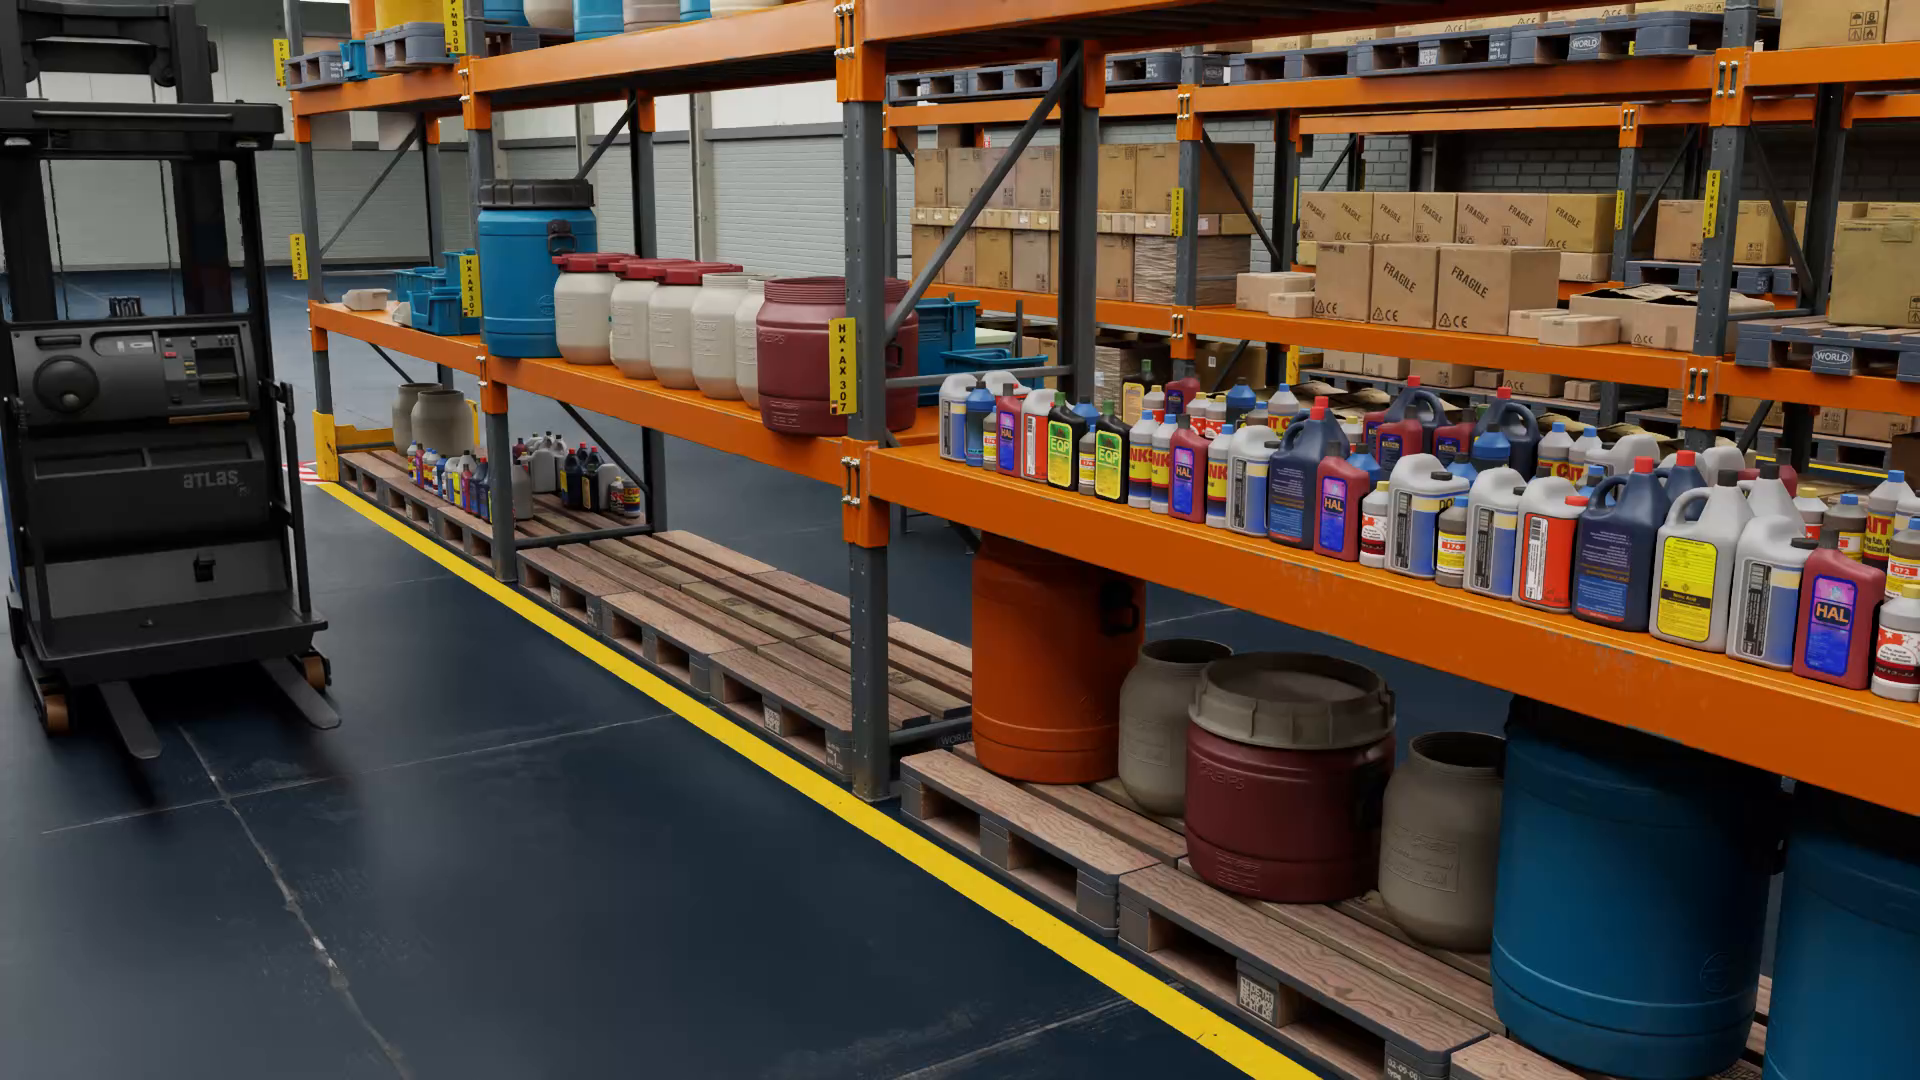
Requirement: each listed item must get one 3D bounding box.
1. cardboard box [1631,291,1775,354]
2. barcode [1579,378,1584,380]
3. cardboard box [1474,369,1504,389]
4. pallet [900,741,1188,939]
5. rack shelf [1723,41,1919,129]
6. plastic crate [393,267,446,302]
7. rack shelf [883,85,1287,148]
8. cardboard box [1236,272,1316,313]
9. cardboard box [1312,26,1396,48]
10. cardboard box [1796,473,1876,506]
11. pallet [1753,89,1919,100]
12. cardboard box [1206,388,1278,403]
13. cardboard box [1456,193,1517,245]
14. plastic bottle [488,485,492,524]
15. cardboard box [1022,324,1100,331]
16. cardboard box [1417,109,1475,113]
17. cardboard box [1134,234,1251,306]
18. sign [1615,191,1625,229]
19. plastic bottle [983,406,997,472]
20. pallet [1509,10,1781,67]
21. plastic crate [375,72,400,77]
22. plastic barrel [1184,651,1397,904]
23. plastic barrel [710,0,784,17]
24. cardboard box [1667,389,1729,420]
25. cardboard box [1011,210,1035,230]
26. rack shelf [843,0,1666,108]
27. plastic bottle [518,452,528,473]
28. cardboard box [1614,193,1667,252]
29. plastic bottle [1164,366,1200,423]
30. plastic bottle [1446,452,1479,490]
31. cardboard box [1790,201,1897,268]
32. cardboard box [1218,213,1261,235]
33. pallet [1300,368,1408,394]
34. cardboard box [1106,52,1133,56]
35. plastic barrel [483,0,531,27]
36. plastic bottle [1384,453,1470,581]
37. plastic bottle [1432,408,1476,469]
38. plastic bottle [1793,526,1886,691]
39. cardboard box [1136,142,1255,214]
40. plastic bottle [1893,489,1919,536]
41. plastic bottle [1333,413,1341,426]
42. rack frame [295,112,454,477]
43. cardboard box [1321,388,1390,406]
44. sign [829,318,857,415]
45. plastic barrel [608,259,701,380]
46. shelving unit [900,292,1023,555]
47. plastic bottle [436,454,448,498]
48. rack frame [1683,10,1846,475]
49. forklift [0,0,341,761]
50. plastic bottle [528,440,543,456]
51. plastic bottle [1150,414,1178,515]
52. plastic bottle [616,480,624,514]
[{"bbox_3d":[4.016,-1.190,8.992,0.500,0.311,0.500,-7,14,-29],"label":"cardboard box"},{"bbox_3d":[5.865,-1.506,15.704,0.001,0.075,0.075,-8,15,-33],"label":"barcode"},{"bbox_3d":[5.217,-1.571,16.170,0.380,0.149,0.250,-10,16,-37],"label":"cardboard box"},{"bbox_3d":[0.527,0.919,5.665,1.003,0.211,1.213,-8,15,-33],"label":"pallet"},{"bbox_3d":[5.289,-1.922,6.793,1.077,0.370,4.000,-8,15,-33],"label":"rack shelf"},{"bbox_3d":[-3.851,-1.875,12.262,0.499,0.251,0.616,-8,15,-33],"label":"plastic crate"},{"bbox_3d":[0.857,-3.345,13.299,1.077,0.370,4.000,-8,15,-33],"label":"rack shelf"},{"bbox_3d":[2.274,-1.720,11.556,0.500,0.250,0.500,-7,14,-29],"label":"cardboard box"},{"bbox_3d":[2.605,-3.265,10.616,0.500,0.250,0.500,-10,16,-38],"label":"cardboard box"},{"bbox_3d":[4.195,-0.043,8.359,0.500,0.500,0.500,-7,14,-30],"label":"cardboard box"},{"bbox_3d":[6.917,-3.530,12.899,1.213,0.211,1.003,-8,15,-33],"label":"pallet"},{"bbox_3d":[1.986,-0.908,11.635,0.500,0.311,0.500,-8,15,-33],"label":"cardboard box"},{"bbox_3d":[5.016,-2.992,15.570,0.500,0.500,0.500,-9,15,-34],"label":"cardboard box"},{"bbox_3d":[-2.702,-0.224,9.694,0.061,0.283,0.133,-7,14,-30],"label":"plastic bottle"},{"bbox_3d":[0.860,-1.579,14.258,0.500,0.500,0.500,-8,15,-33],"label":"cardboard box"},{"bbox_3d":[4.721,-4.324,15.813,0.500,0.500,0.500,-7,14,-29],"label":"cardboard box"},{"bbox_3d":[1.714,-2.002,12.263,0.700,0.500,0.500,-9,15,-34],"label":"cardboard box"},{"bbox_3d":[5.639,-2.820,14.208,0.100,0.325,0.005,-8,15,-33],"label":"sign"},{"bbox_3d":[0.121,-0.325,5.291,0.097,0.201,0.097,0,12,0],"label":"plastic bottle"},{"bbox_3d":[3.730,-2.647,8.867,1.213,0.211,1.003,-7,14,-30],"label":"pallet"},{"bbox_3d":[-3.387,-2.864,10.033,0.243,0.136,0.396,-8,15,-33],"label":"plastic crate"},{"bbox_3d":[0.966,0.680,4.891,0.600,0.588,0.708,-8,15,-33],"label":"plastic barrel"},{"bbox_3d":[-0.844,-2.175,6.588,0.301,0.262,0.301,0,12,0],"label":"plastic barrel"},{"bbox_3d":[6.508,-1.327,14.231,0.700,0.500,0.500,-8,14,-31],"label":"cardboard box"},{"bbox_3d":[0.638,-2.584,13.403,0.380,0.149,0.250,-8,15,-32],"label":"cardboard box"},{"bbox_3d":[1.163,-1.337,4.115,1.077,0.370,4.000,-8,15,-33],"label":"rack shelf"},{"bbox_3d":[-2.894,-0.484,11.072,0.097,0.201,0.097,0,12,0],"label":"plastic bottle"},{"bbox_3d":[6.000,-2.874,15.030,0.500,0.500,0.500,-9,15,-34],"label":"cardboard box"},{"bbox_3d":[0.762,-0.459,5.712,0.061,0.283,0.133,-8,15,-33],"label":"plastic bottle"},{"bbox_3d":[1.193,-0.074,3.980,0.097,0.271,0.097,0,12,0],"label":"plastic bottle"},{"bbox_3d":[7.035,-2.418,13.134,0.700,0.500,0.500,-6,14,-25],"label":"cardboard box"},{"bbox_3d":[1.977,-2.312,12.160,0.380,0.149,0.250,-8,15,-33],"label":"cardboard box"},{"bbox_3d":[4.333,-1.649,17.410,1.003,0.211,1.213,-8,15,-33],"label":"pallet"},{"bbox_3d":[1.069,-3.674,12.396,0.380,0.149,0.250,-8,15,-33],"label":"cardboard box"},{"bbox_3d":[-2.623,-3.395,9.687,0.600,0.901,0.708,-8,15,-33],"label":"plastic barrel"},{"bbox_3d":[1.099,-0.058,3.897,0.152,0.276,0.135,-8,15,-33],"label":"plastic bottle"},{"bbox_3d":[1.393,-0.233,4.679,0.061,0.283,0.133,-8,15,-33],"label":"plastic bottle"},{"bbox_3d":[1.618,0.122,3.054,0.061,0.283,0.133,-8,15,-33],"label":"plastic bottle"},{"bbox_3d":[1.714,-2.636,12.125,0.700,0.500,0.500,-8,15,-32],"label":"cardboard box"},{"bbox_3d":[2.129,0.001,3.626,0.152,0.276,0.135,-8,15,-33],"label":"plastic bottle"},{"bbox_3d":[1.135,-0.292,5.142,0.097,0.201,0.097,0,12,0],"label":"plastic bottle"},{"bbox_3d":[-4.377,-2.001,12.492,1.000,3.000,0.127,-8,15,-33],"label":"rack frame"},{"bbox_3d":[2.721,-0.881,11.512,0.500,0.311,0.500,-8,14,-31],"label":"cardboard box"},{"bbox_3d":[-0.399,-0.592,5.665,0.100,0.325,0.005,-8,15,-33],"label":"sign"},{"bbox_3d":[-1.407,-1.030,7.731,0.433,0.535,0.433,0,12,0],"label":"plastic barrel"},{"bbox_3d":[-0.004,-0.734,10.207,0.431,1.500,0.755,-8,15,-33],"label":"shelving unit"},{"bbox_3d":[-3.274,-0.409,10.568,0.097,0.271,0.097,0,12,0],"label":"plastic bottle"},{"bbox_3d":[4.181,-1.164,8.663,1.000,3.000,0.127,-8,15,-33],"label":"rack frame"},{"bbox_3d":[-3.411,-0.757,6.961,1.130,2.935,3.031,-8,15,-32],"label":"forklift"},{"bbox_3d":[-2.801,-0.538,11.147,0.152,0.276,0.135,-9,15,-34],"label":"plastic bottle"},{"bbox_3d":[0.579,-0.212,4.612,0.097,0.271,0.097,0,12,0],"label":"plastic bottle"},{"bbox_3d":[-2.029,-0.264,10.069,0.097,0.201,0.097,0,12,0],"label":"plastic bottle"}]
